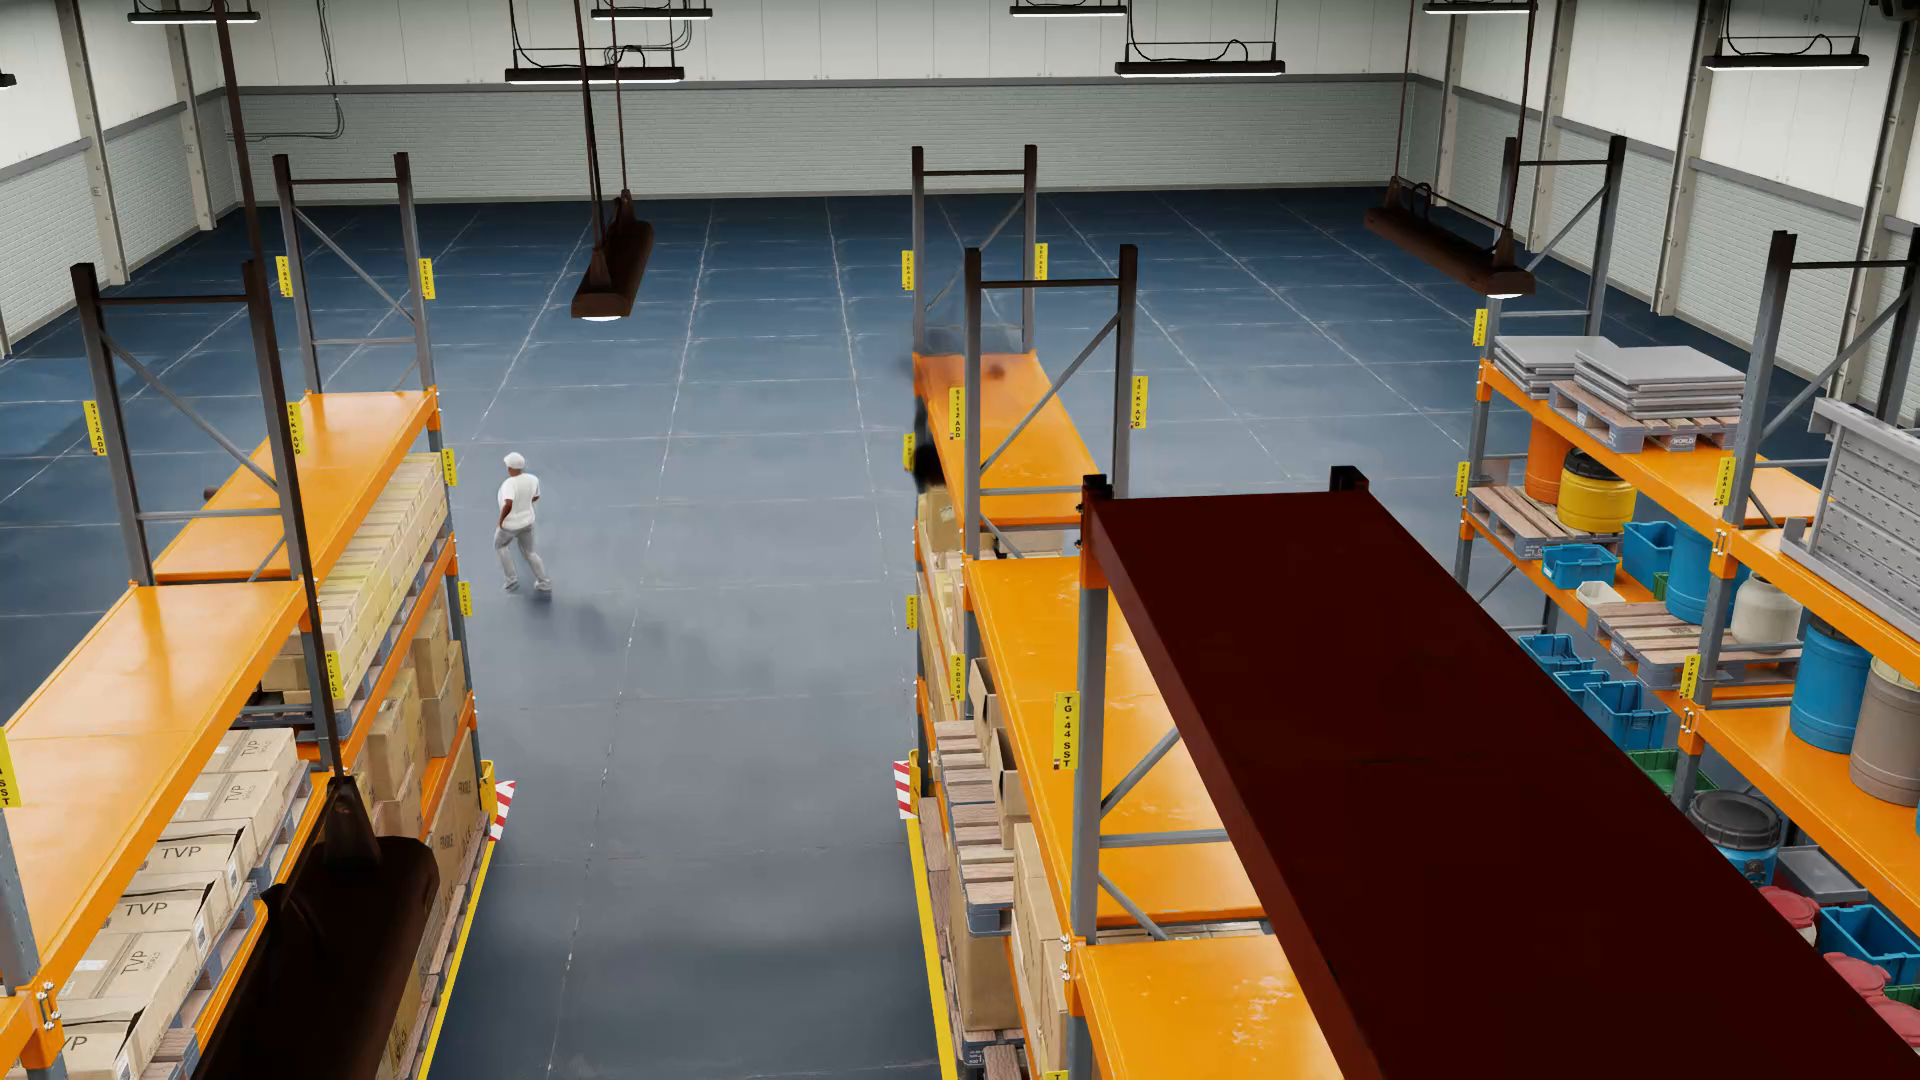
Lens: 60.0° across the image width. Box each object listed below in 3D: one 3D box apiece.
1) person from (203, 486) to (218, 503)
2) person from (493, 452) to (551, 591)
[{"bbox_3d":[-8.519,0.122,19.252,0.604,1.567,0.540,17,27,37],"label":"person"},{"bbox_3d":[-5.250,-0.170,19.741,0.757,1.802,0.707,16,27,35],"label":"person"}]
